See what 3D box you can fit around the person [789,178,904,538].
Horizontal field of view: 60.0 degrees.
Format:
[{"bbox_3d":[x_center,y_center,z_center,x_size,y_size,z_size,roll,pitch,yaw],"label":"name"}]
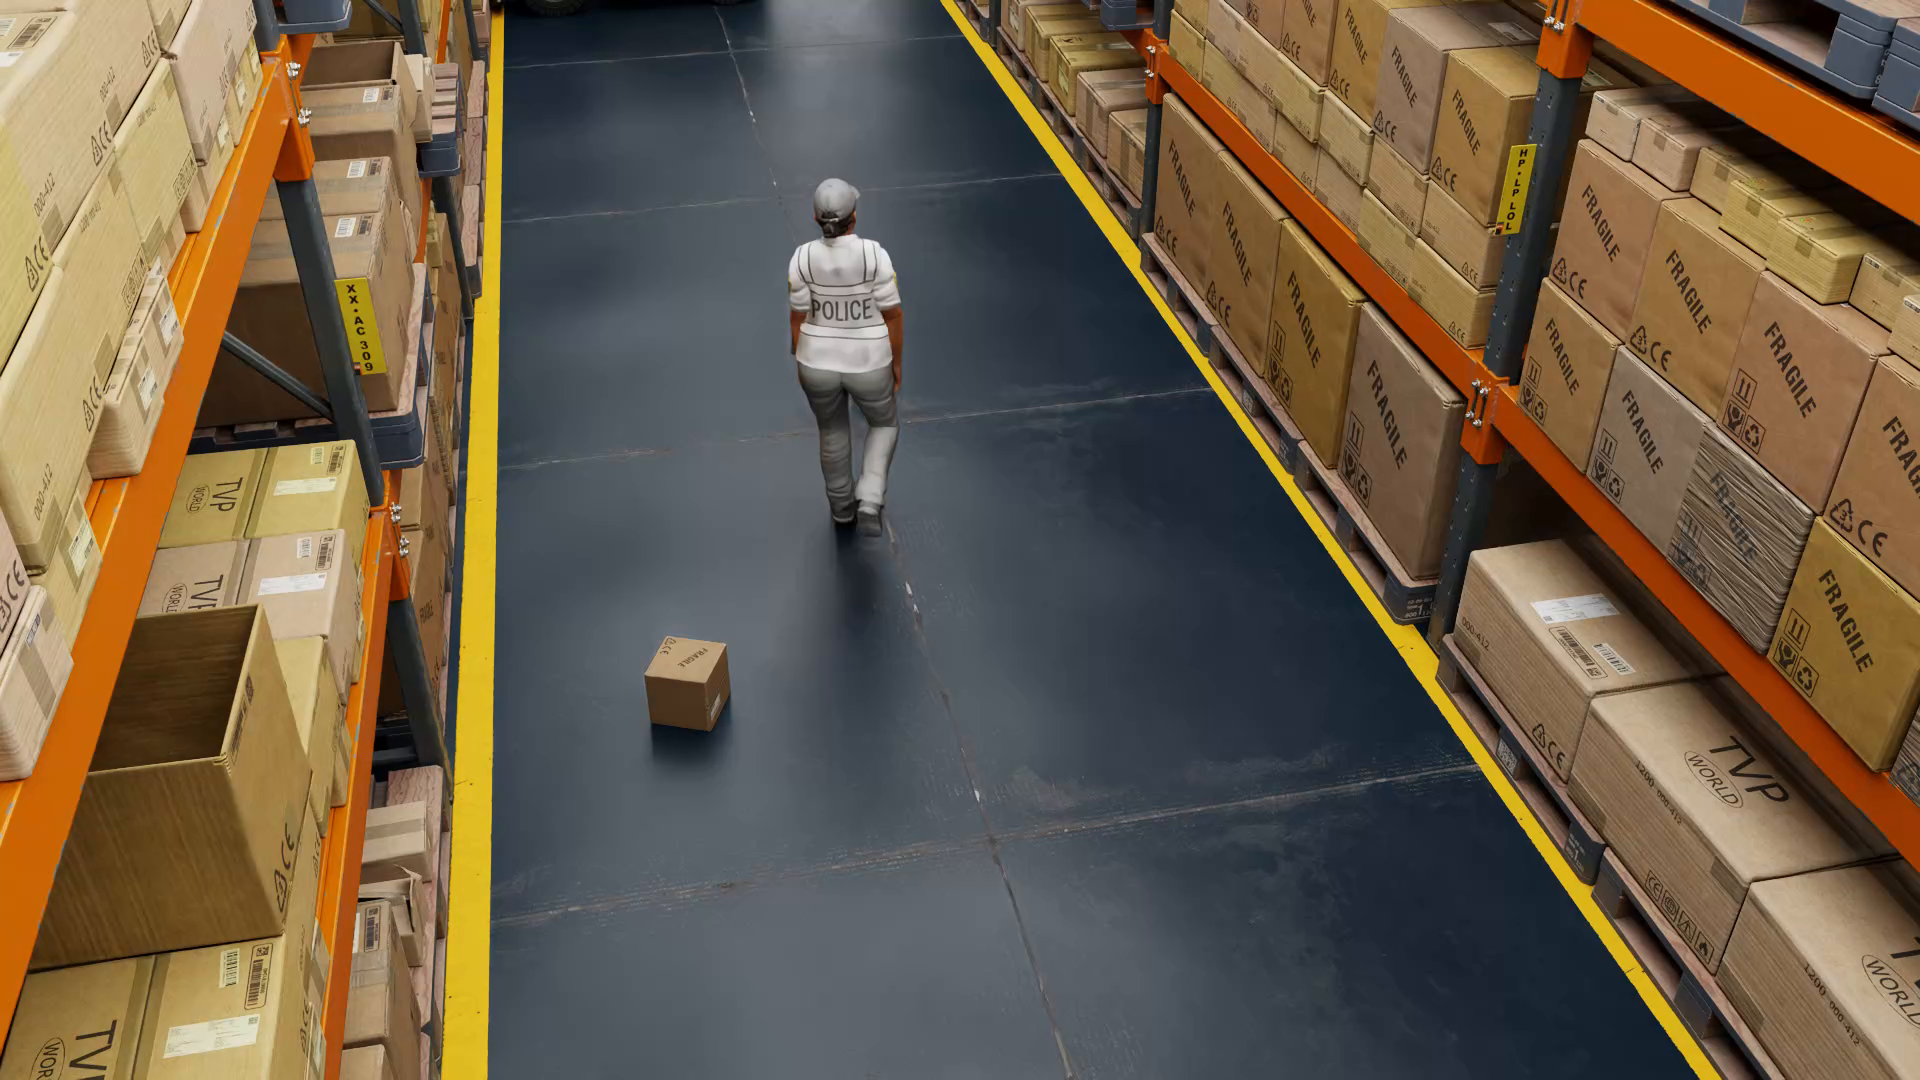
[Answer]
[{"bbox_3d":[-0.487,-0.740,7.181,0.492,1.646,0.614,1,35,2],"label":"person"}]
